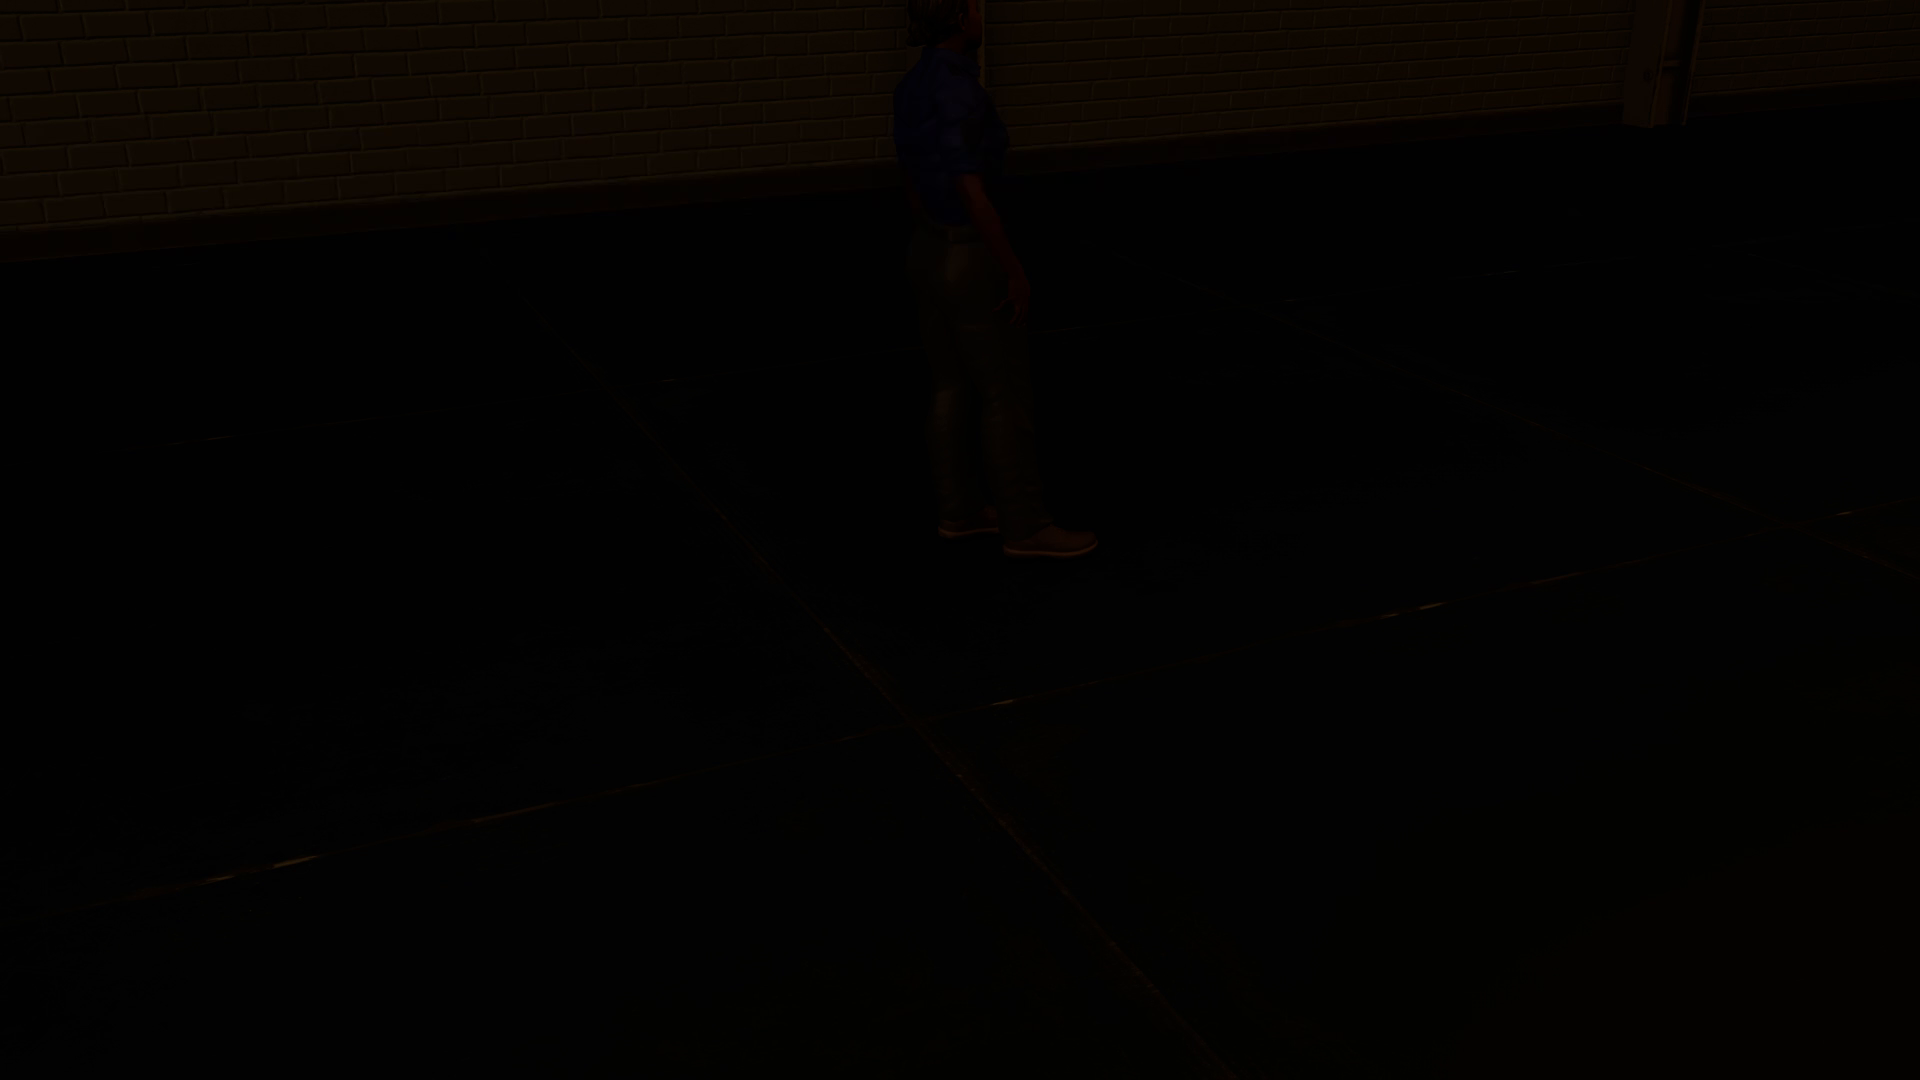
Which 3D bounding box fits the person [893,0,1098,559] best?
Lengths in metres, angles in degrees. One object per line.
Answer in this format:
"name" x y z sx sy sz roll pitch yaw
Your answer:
"person" 0.088 -0.778 4.804 0.504 1.654 0.569 -10 25 -23
